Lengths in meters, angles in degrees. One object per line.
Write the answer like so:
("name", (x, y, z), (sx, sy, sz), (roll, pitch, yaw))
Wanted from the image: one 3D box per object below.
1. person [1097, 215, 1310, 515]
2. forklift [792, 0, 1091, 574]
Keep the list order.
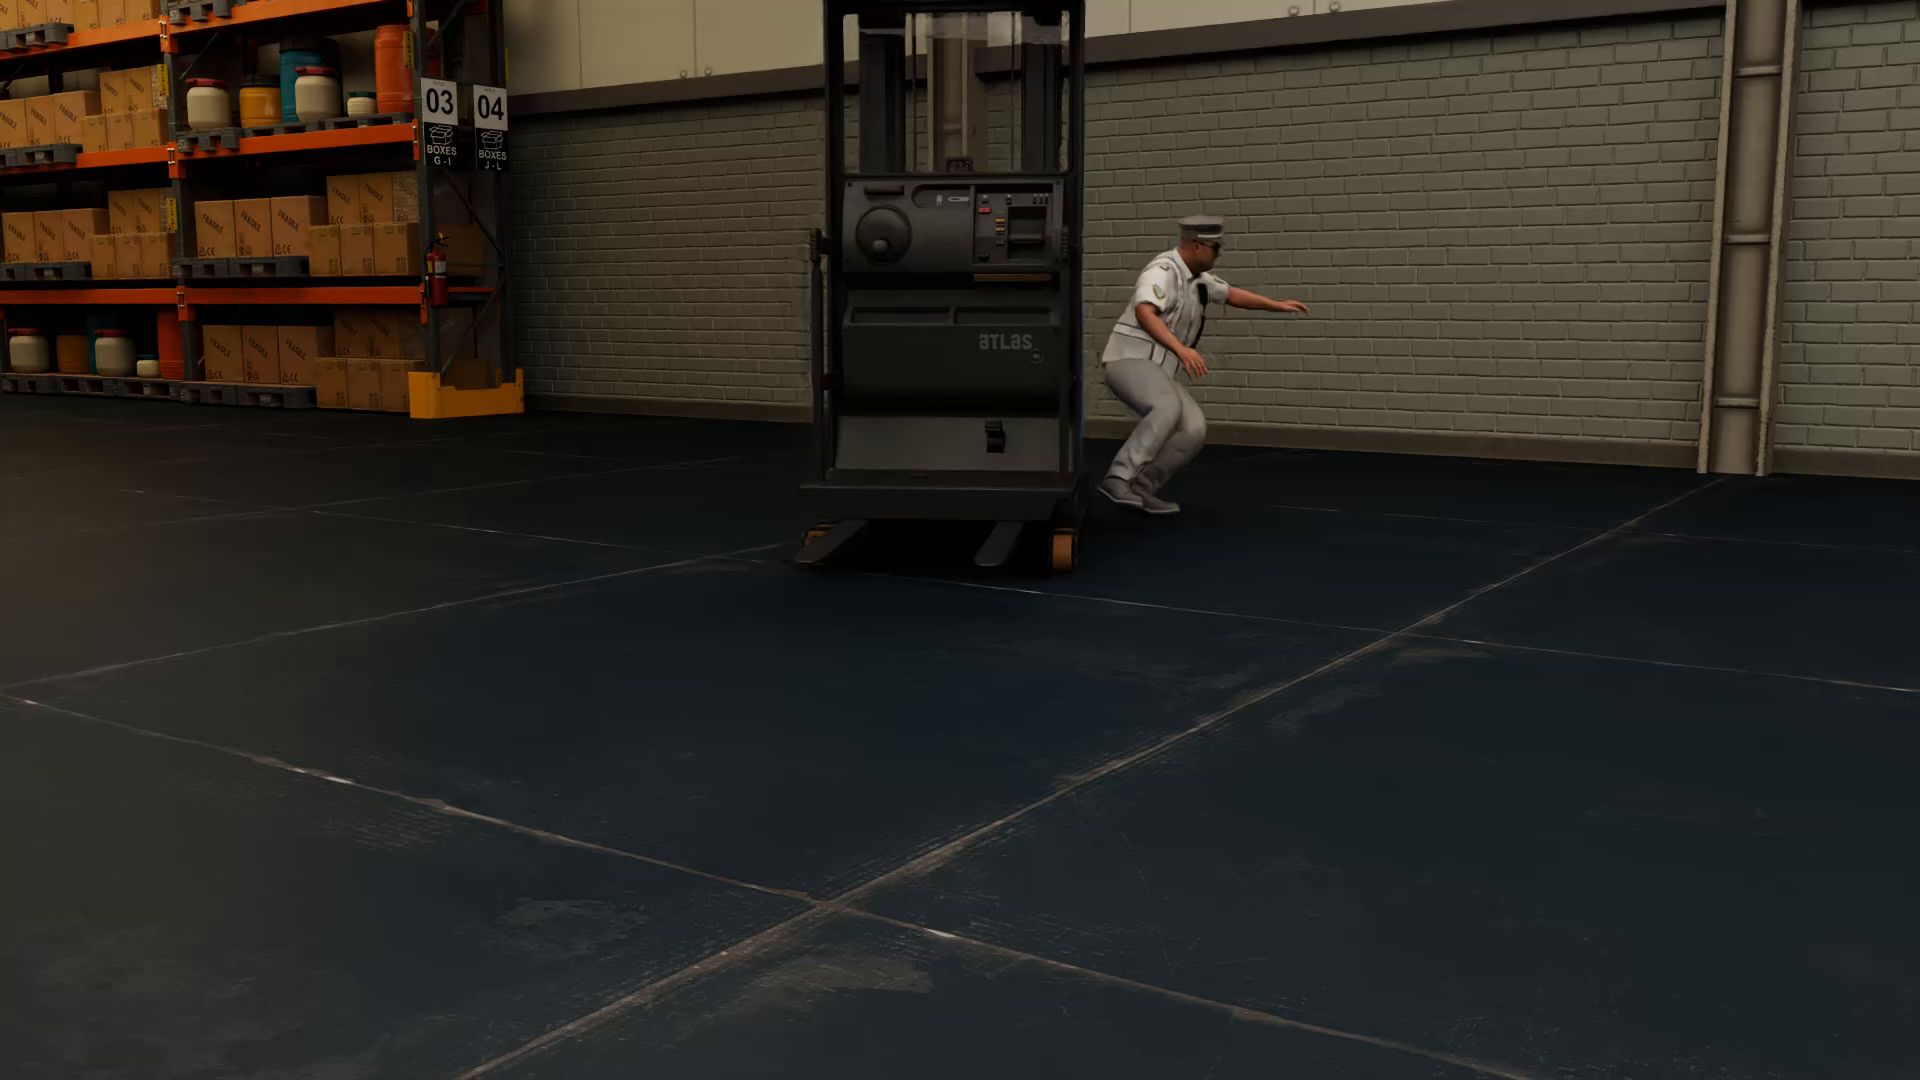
("person", (1.122, -0.860, 8.281), (0.939, 1.500, 1.230), (4, 9, 28))
("forklift", (-0.051, -1.364, 6.788), (1.130, 2.935, 3.031), (1, 8, 6))
